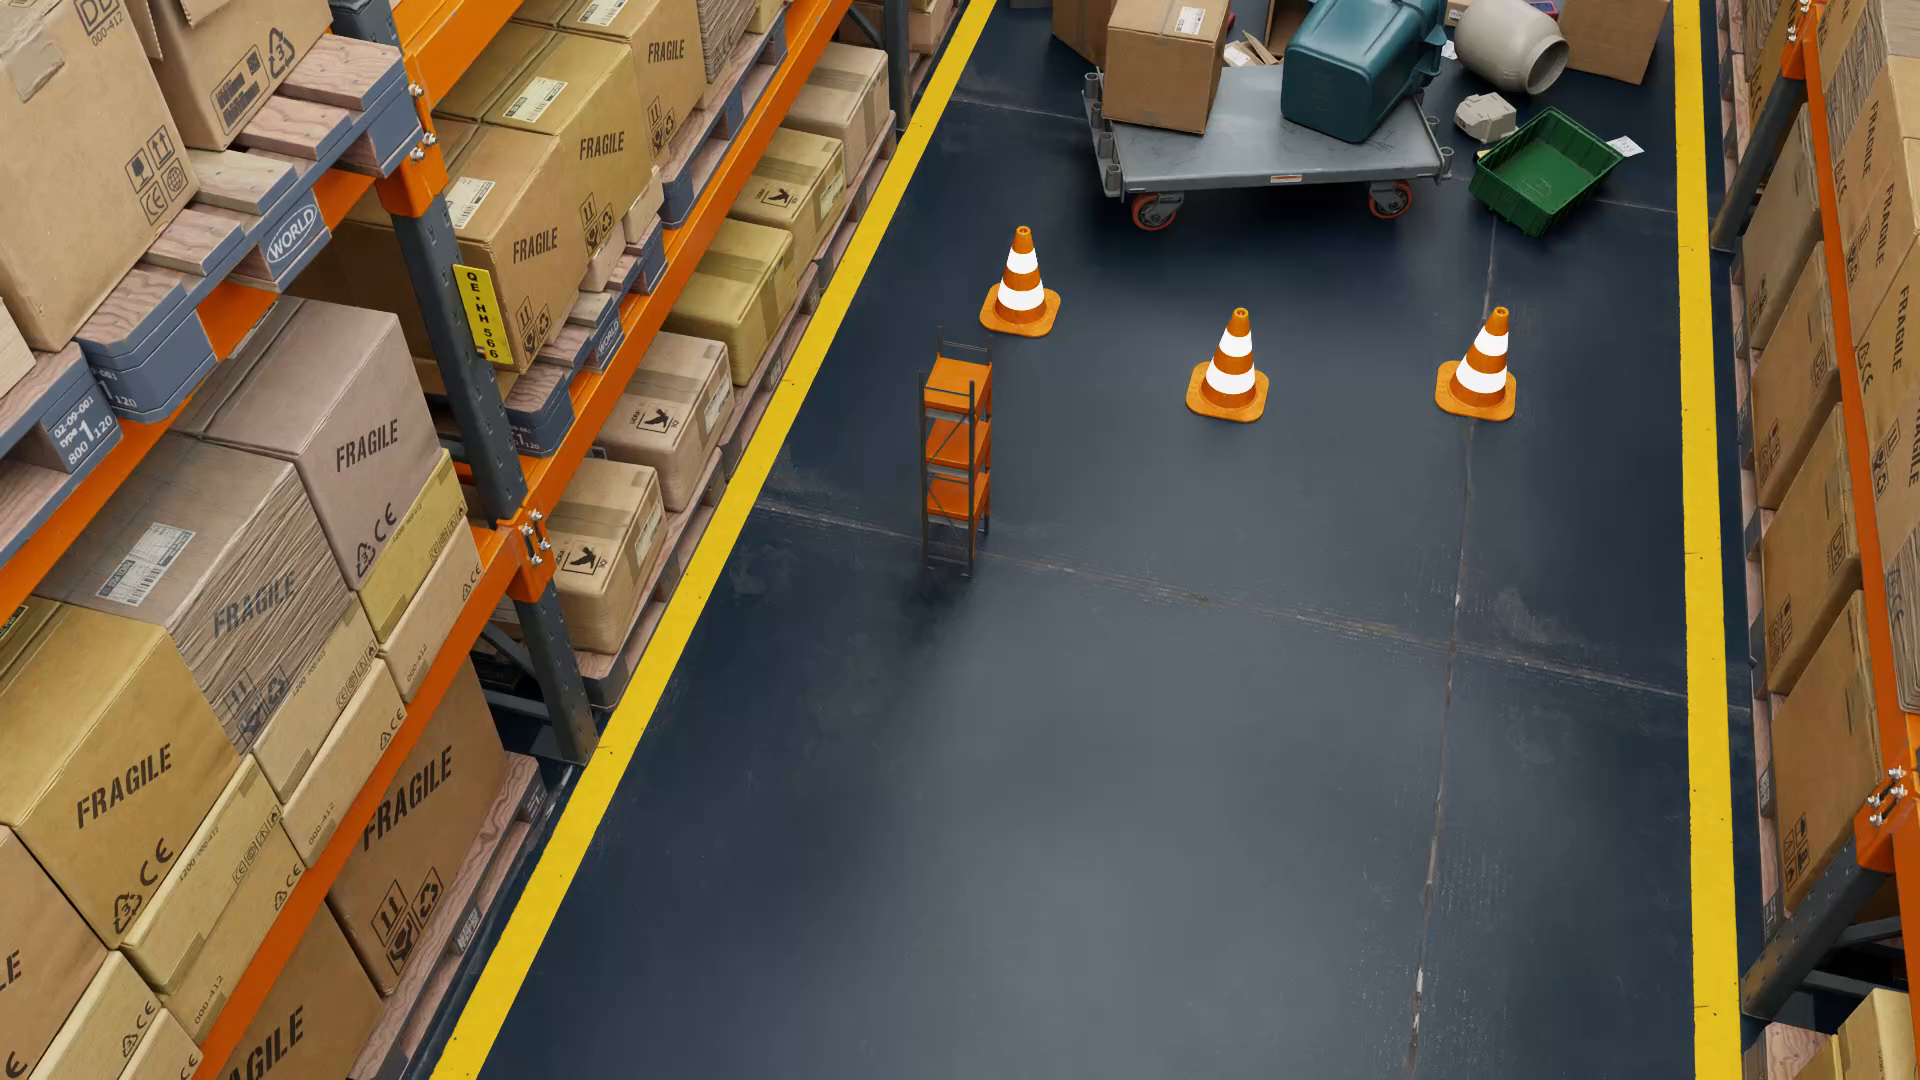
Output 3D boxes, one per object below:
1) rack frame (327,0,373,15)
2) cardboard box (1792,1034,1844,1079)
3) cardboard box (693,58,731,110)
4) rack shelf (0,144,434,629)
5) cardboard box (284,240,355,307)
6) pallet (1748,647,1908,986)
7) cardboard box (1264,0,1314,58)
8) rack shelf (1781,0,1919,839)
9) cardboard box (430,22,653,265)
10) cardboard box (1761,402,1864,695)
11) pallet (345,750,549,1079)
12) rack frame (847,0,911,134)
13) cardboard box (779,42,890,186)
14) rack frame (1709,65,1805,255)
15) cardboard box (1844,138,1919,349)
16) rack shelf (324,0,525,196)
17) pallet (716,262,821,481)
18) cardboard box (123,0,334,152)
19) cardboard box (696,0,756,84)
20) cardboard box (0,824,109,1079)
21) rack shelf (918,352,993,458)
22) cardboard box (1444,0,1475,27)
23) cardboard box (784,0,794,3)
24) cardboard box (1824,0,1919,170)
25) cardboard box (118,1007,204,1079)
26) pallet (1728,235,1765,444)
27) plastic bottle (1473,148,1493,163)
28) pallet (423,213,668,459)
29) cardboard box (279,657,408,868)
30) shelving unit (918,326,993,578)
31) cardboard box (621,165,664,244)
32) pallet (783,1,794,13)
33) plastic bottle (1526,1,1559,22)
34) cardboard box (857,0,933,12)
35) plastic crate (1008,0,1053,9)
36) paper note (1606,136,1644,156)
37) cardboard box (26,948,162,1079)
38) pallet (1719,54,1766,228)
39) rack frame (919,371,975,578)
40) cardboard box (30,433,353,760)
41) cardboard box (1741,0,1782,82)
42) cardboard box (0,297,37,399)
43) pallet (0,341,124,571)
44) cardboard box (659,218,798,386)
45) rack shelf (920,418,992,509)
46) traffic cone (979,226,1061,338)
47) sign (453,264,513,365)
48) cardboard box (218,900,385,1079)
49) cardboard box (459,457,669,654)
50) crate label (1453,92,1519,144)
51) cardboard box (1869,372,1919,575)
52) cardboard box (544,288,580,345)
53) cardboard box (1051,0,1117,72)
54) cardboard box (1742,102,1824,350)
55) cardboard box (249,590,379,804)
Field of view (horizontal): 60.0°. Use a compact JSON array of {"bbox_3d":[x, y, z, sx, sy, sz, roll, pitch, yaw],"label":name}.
[{"bbox_3d":[-1.803,-2.305,2.701,1.000,3.000,0.127,12,50,10],"label":"rack frame"},{"bbox_3d":[2.567,1.733,4.526,0.500,0.500,0.500,10,49,8],"label":"cardboard box"},{"bbox_3d":[-1.066,-1.734,6.086,0.380,0.149,0.250,13,50,11],"label":"cardboard box"},{"bbox_3d":[-2.329,0.372,2.819,1.077,0.370,4.000,12,50,10],"label":"rack shelf"},{"bbox_3d":[-1.951,-0.974,4.983,0.500,0.500,0.500,10,49,9],"label":"cardboard box"},{"bbox_3d":[3.280,0.951,5.689,1.003,0.211,1.213,12,50,10],"label":"pallet"},{"bbox_3d":[2.045,-2.877,8.782,0.797,0.637,0.503,12,50,10],"label":"cardboard box"},{"bbox_3d":[3.526,-0.625,5.699,1.077,0.370,4.000,12,50,10],"label":"rack shelf"},{"bbox_3d":[-1.331,-1.249,5.225,0.500,0.500,0.500,14,50,12],"label":"cardboard box"},{"bbox_3d":[3.473,0.134,5.771,1.050,0.750,0.750,12,50,11],"label":"cardboard box"},{"bbox_3d":[-2.083,1.158,5.506,1.003,0.211,1.213,12,50,10],"label":"pallet"},{"bbox_3d":[-0.750,-3.213,7.504,1.000,3.000,0.127,12,50,10],"label":"rack frame"},{"bbox_3d":[-0.885,-2.103,7.997,0.950,0.372,0.625,12,50,11],"label":"cardboard box"},{"bbox_3d":[4.052,-2.309,6.706,1.000,3.000,0.127,12,50,10],"label":"rack frame"},{"bbox_3d":[3.254,-0.922,5.415,0.500,0.500,0.500,12,50,11],"label":"cardboard box"},{"bbox_3d":[-1.276,-2.521,5.372,1.077,0.370,4.000,12,50,10],"label":"rack shelf"},{"bbox_3d":[-1.272,-0.842,7.271,1.003,0.211,1.213,12,50,10],"label":"pallet"},{"bbox_3d":[-1.756,-1.183,3.363,0.797,0.503,0.637,9,49,8],"label":"cardboard box"},{"bbox_3d":[-1.058,-1.994,5.883,0.500,0.500,0.500,10,49,9],"label":"cardboard box"},{"bbox_3d":[-2.091,0.837,3.196,0.500,0.500,0.500,11,49,9],"label":"cardboard box"},{"bbox_3d":[-0.014,-0.489,6.036,0.215,0.259,0.240,12,50,10],"label":"rack shelf"},{"bbox_3d":[2.728,-3.011,9.150,0.396,0.266,0.258,19,51,16],"label":"cardboard box"},{"bbox_3d":[-0.802,-2.277,6.565,0.380,0.149,0.250,12,50,10],"label":"cardboard box"},{"bbox_3d":[3.522,-1.650,6.058,0.500,0.500,0.500,12,50,10],"label":"cardboard box"},{"bbox_3d":[-2.059,1.255,3.661,0.500,0.250,0.500,11,49,9],"label":"cardboard box"},{"bbox_3d":[3.922,-0.814,7.246,1.003,0.211,1.213,12,50,10],"label":"pallet"},{"bbox_3d":[2.669,-1.835,8.247,0.133,0.061,0.283,-11,50,-10],"label":"plastic bottle"},{"bbox_3d":[-1.718,-0.793,5.496,1.213,0.211,1.003,12,50,10],"label":"pallet"},{"bbox_3d":[-1.805,0.519,4.310,0.500,0.250,0.500,12,50,11],"label":"cardboard box"},{"bbox_3d":[-0.014,-0.309,6.241,0.215,1.050,0.252,12,50,10],"label":"shelving unit"},{"bbox_3d":[-1.222,-1.156,5.576,0.380,0.149,0.250,12,50,10],"label":"cardboard box"},{"bbox_3d":[-1.091,-2.626,7.113,1.003,0.211,1.213,12,50,10],"label":"pallet"},{"bbox_3d":[3.153,-2.920,9.205,0.283,0.061,0.133,-4,49,-3],"label":"plastic bottle"},{"bbox_3d":[-0.334,-3.064,8.426,0.500,0.500,0.500,14,50,12],"label":"cardboard box"},{"bbox_3d":[0.454,-3.221,9.458,0.402,0.080,0.583,-4,49,-3],"label":"plastic crate"},{"bbox_3d":[3.356,-1.992,8.406,0.147,0.020,0.142,-19,51,-16],"label":"paper note"},{"bbox_3d":[-2.068,1.086,3.476,0.500,0.250,0.500,10,49,9],"label":"cardboard box"},{"bbox_3d":[4.328,-1.921,8.224,1.003,0.211,1.213,12,50,10],"label":"pallet"},{"bbox_3d":[-0.046,-0.220,6.163,0.200,1.050,0.008,12,50,10],"label":"rack frame"},{"bbox_3d":[-1.813,0.114,3.834,0.500,0.500,0.500,12,50,11],"label":"cardboard box"},{"bbox_3d":[4.519,-2.839,8.311,0.875,0.875,0.875,12,50,10],"label":"cardboard box"},{"bbox_3d":[-1.827,-0.342,2.779,0.396,0.266,0.258,10,49,9],"label":"cardboard box"},{"bbox_3d":[-2.212,0.036,2.762,1.003,0.211,1.213,14,50,12],"label":"pallet"},{"bbox_3d":[-1.253,-1.079,7.093,0.950,0.372,0.625,13,50,11],"label":"cardboard box"},{"bbox_3d":[-0.014,-0.302,6.249,0.215,0.259,0.240,12,50,10],"label":"rack shelf"},{"bbox_3d":[0.274,-1.201,7.420,0.336,0.463,0.334,12,50,10],"label":"traffic cone"},{"bbox_3d":[-1.266,-0.596,4.422,0.100,0.325,0.005,12,50,10],"label":"sign"},{"bbox_3d":[-2.303,1.372,4.595,0.875,0.875,0.875,12,50,10],"label":"cardboard box"},{"bbox_3d":[-1.644,0.004,6.137,0.950,0.372,0.625,9,49,7],"label":"cardboard box"},{"bbox_3d":[2.683,-2.162,8.486,0.298,0.136,0.250,-19,51,-16],"label":"crate label"},{"bbox_3d":[2.992,-0.188,4.768,0.500,0.500,0.500,12,50,10],"label":"cardboard box"},{"bbox_3d":[-1.431,-0.772,5.237,0.380,0.149,0.250,9,49,8],"label":"cardboard box"},{"bbox_3d":[0.845,-2.893,8.887,0.500,0.500,0.500,-27,54,-22],"label":"cardboard box"},{"bbox_3d":[3.976,-1.237,6.981,1.050,0.750,0.750,11,50,10],"label":"cardboard box"},{"bbox_3d":[-1.816,0.336,4.138,0.500,0.250,0.500,10,49,9],"label":"cardboard box"}]
